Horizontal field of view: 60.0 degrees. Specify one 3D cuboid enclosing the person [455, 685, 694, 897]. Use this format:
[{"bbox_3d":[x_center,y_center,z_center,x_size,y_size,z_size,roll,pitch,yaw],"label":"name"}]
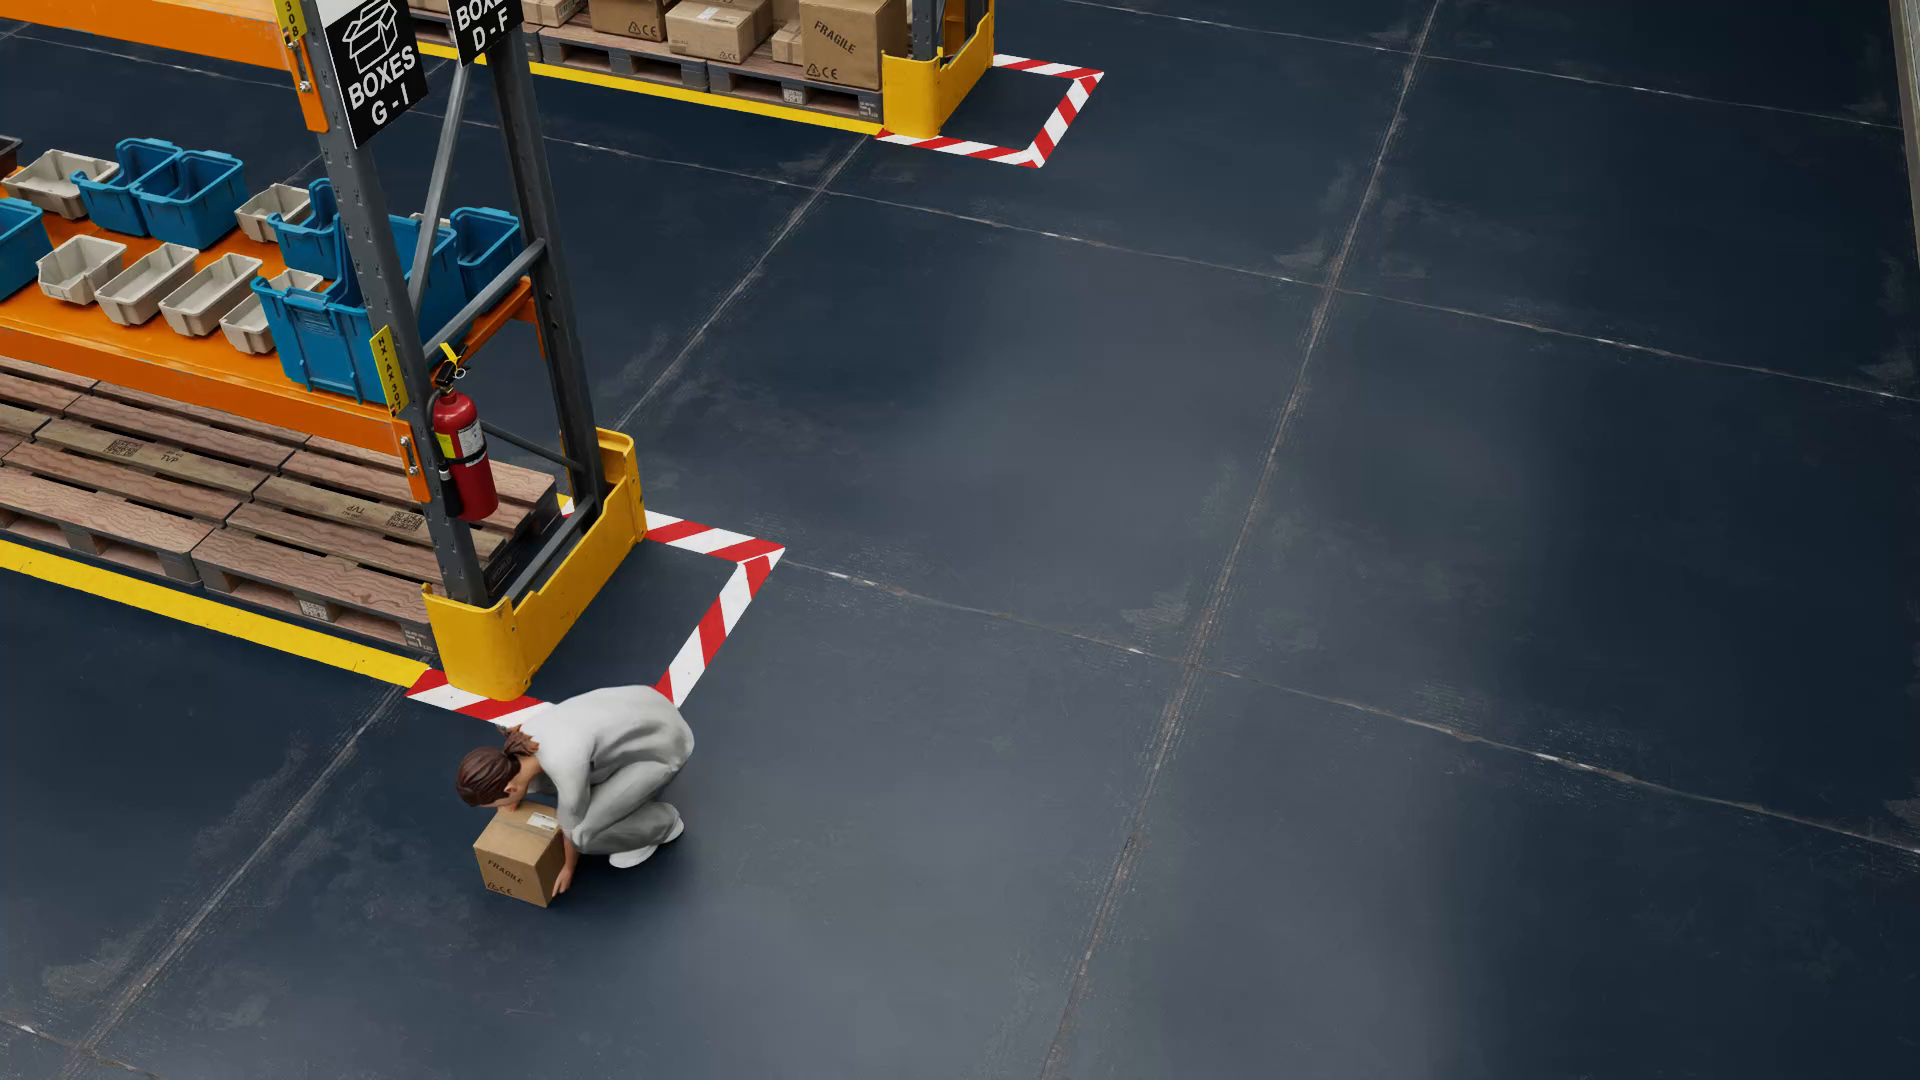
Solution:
[{"bbox_3d":[-1.347,0.869,5.923,0.840,0.813,0.468,-24,47,-25],"label":"person"}]
